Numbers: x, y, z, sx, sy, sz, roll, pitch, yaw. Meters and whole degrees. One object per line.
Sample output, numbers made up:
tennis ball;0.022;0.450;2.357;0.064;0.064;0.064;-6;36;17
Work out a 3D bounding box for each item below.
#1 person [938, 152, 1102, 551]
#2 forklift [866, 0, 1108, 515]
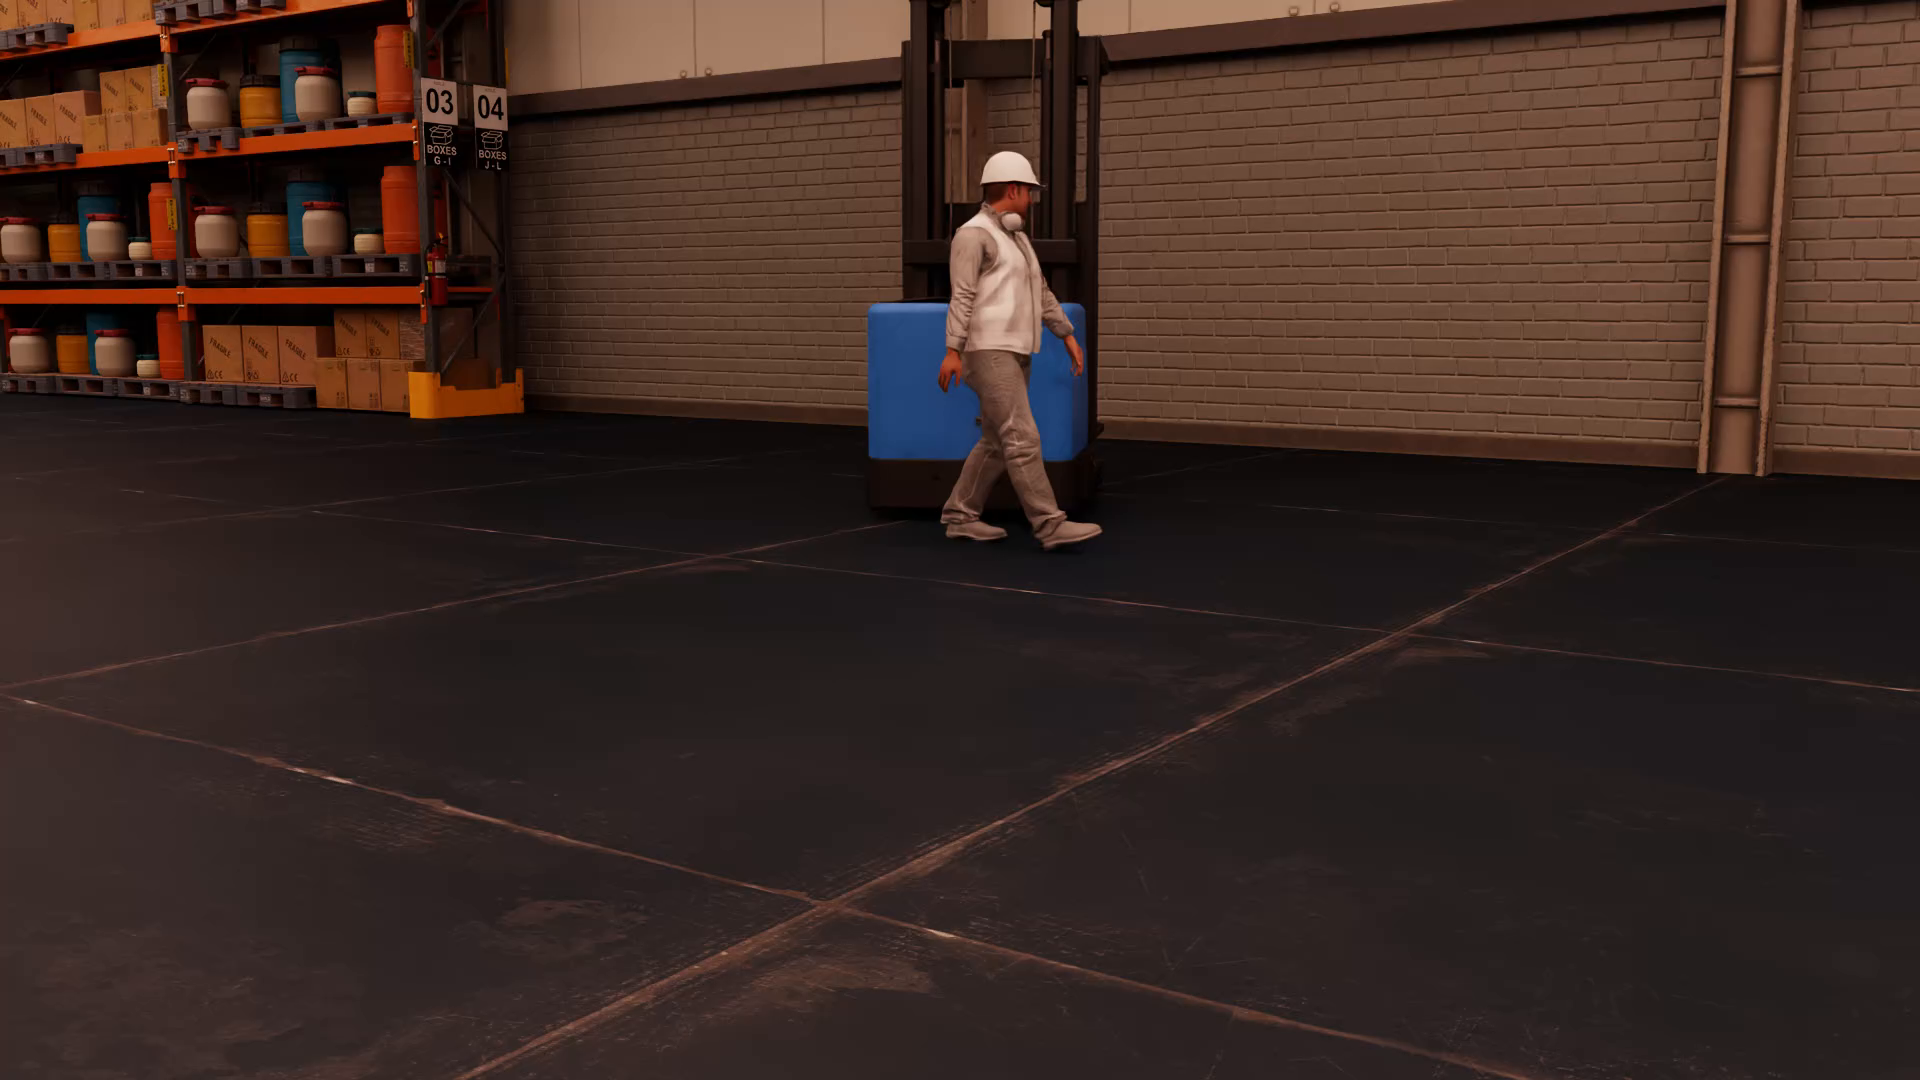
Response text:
person;0.267;-0.829;7.308;0.867;1.731;0.680;4;9;24
forklift;0.260;-1.743;9.453;1.130;2.935;3.031;1;8;8
